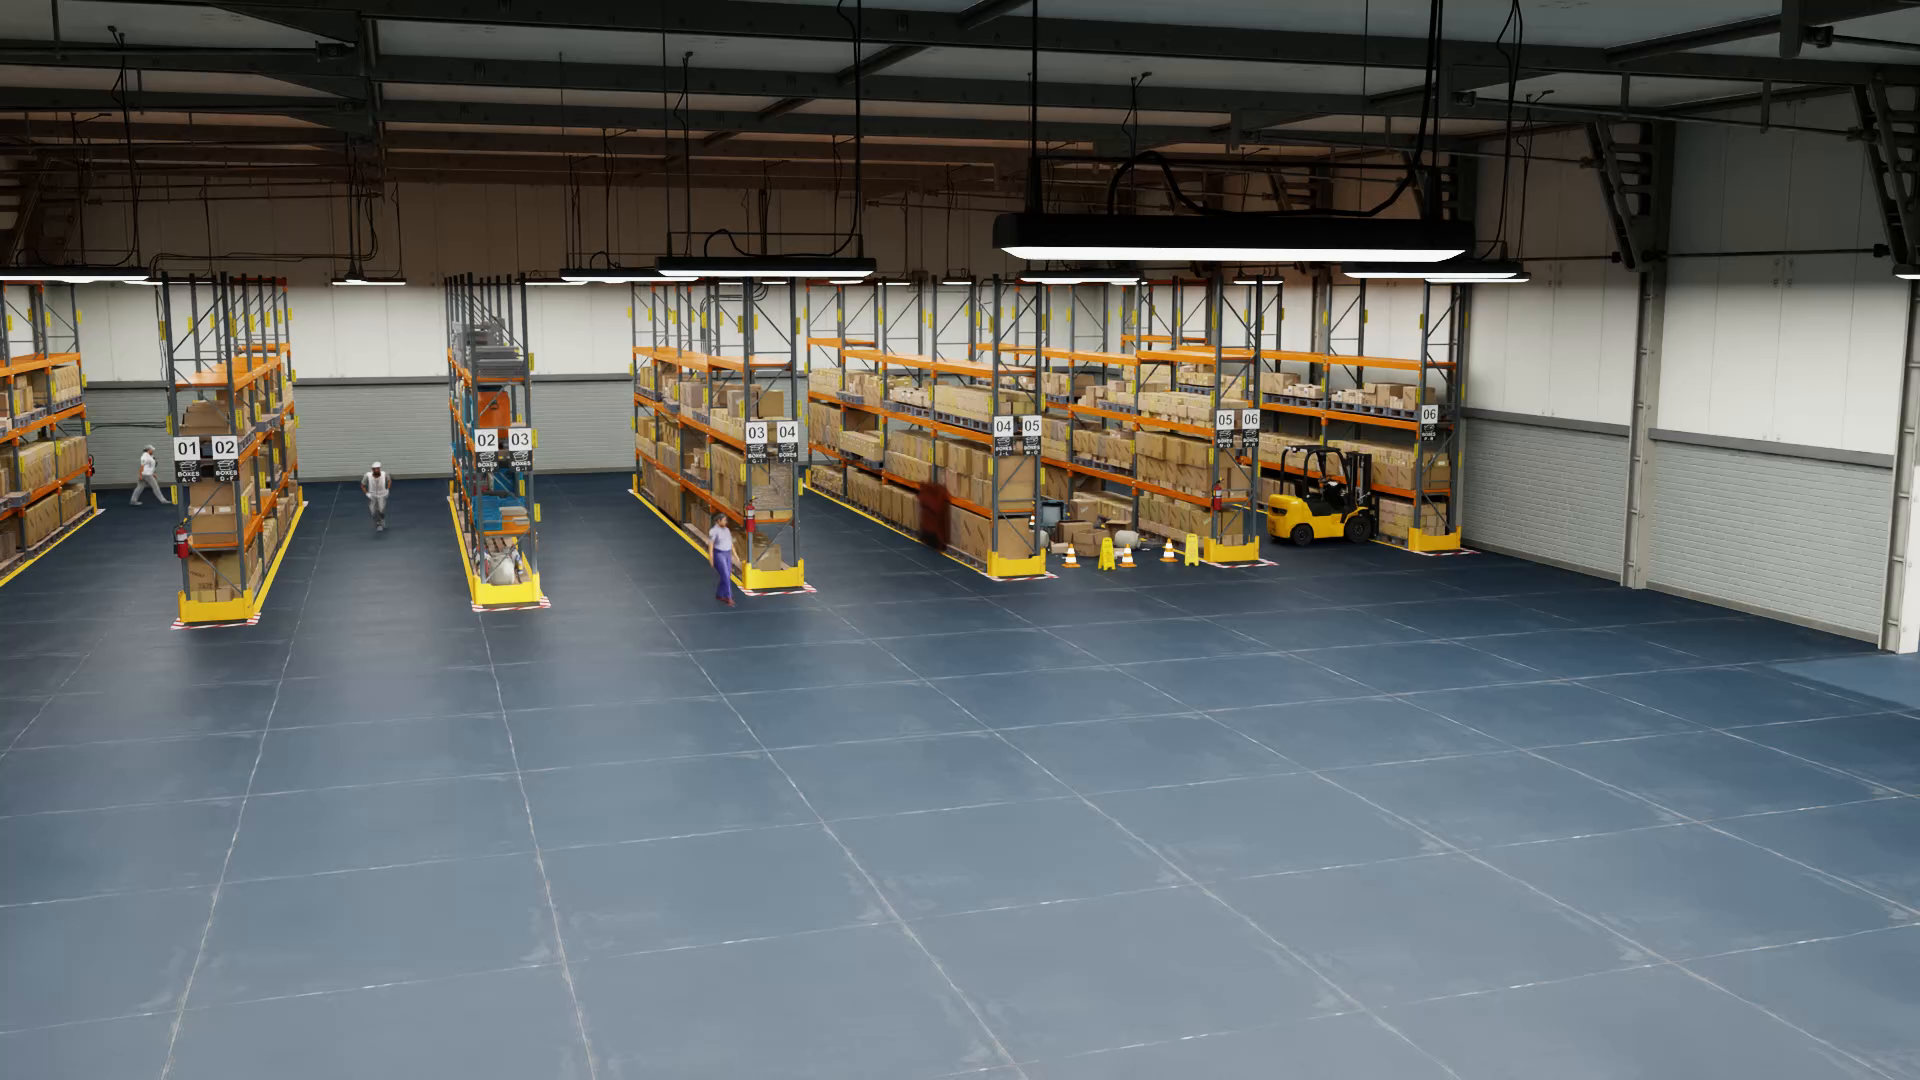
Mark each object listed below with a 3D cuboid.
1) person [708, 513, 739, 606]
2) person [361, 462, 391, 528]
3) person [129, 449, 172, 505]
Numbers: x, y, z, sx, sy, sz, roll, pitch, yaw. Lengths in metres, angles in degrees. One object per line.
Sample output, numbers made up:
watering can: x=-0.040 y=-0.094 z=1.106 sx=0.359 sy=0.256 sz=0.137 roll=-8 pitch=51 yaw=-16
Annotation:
person: x=-4.271 y=0.347 z=30.434 sx=0.682 sy=1.666 sz=0.504 roll=5 pitch=10 yaw=30
person: x=-13.816 y=-1.062 z=39.376 sx=0.654 sy=1.609 sz=0.666 roll=-2 pitch=9 yaw=-11
person: x=-21.533 y=-1.734 z=44.155 sx=1.001 sy=1.573 sz=0.482 roll=-5 pitch=10 yaw=-29
